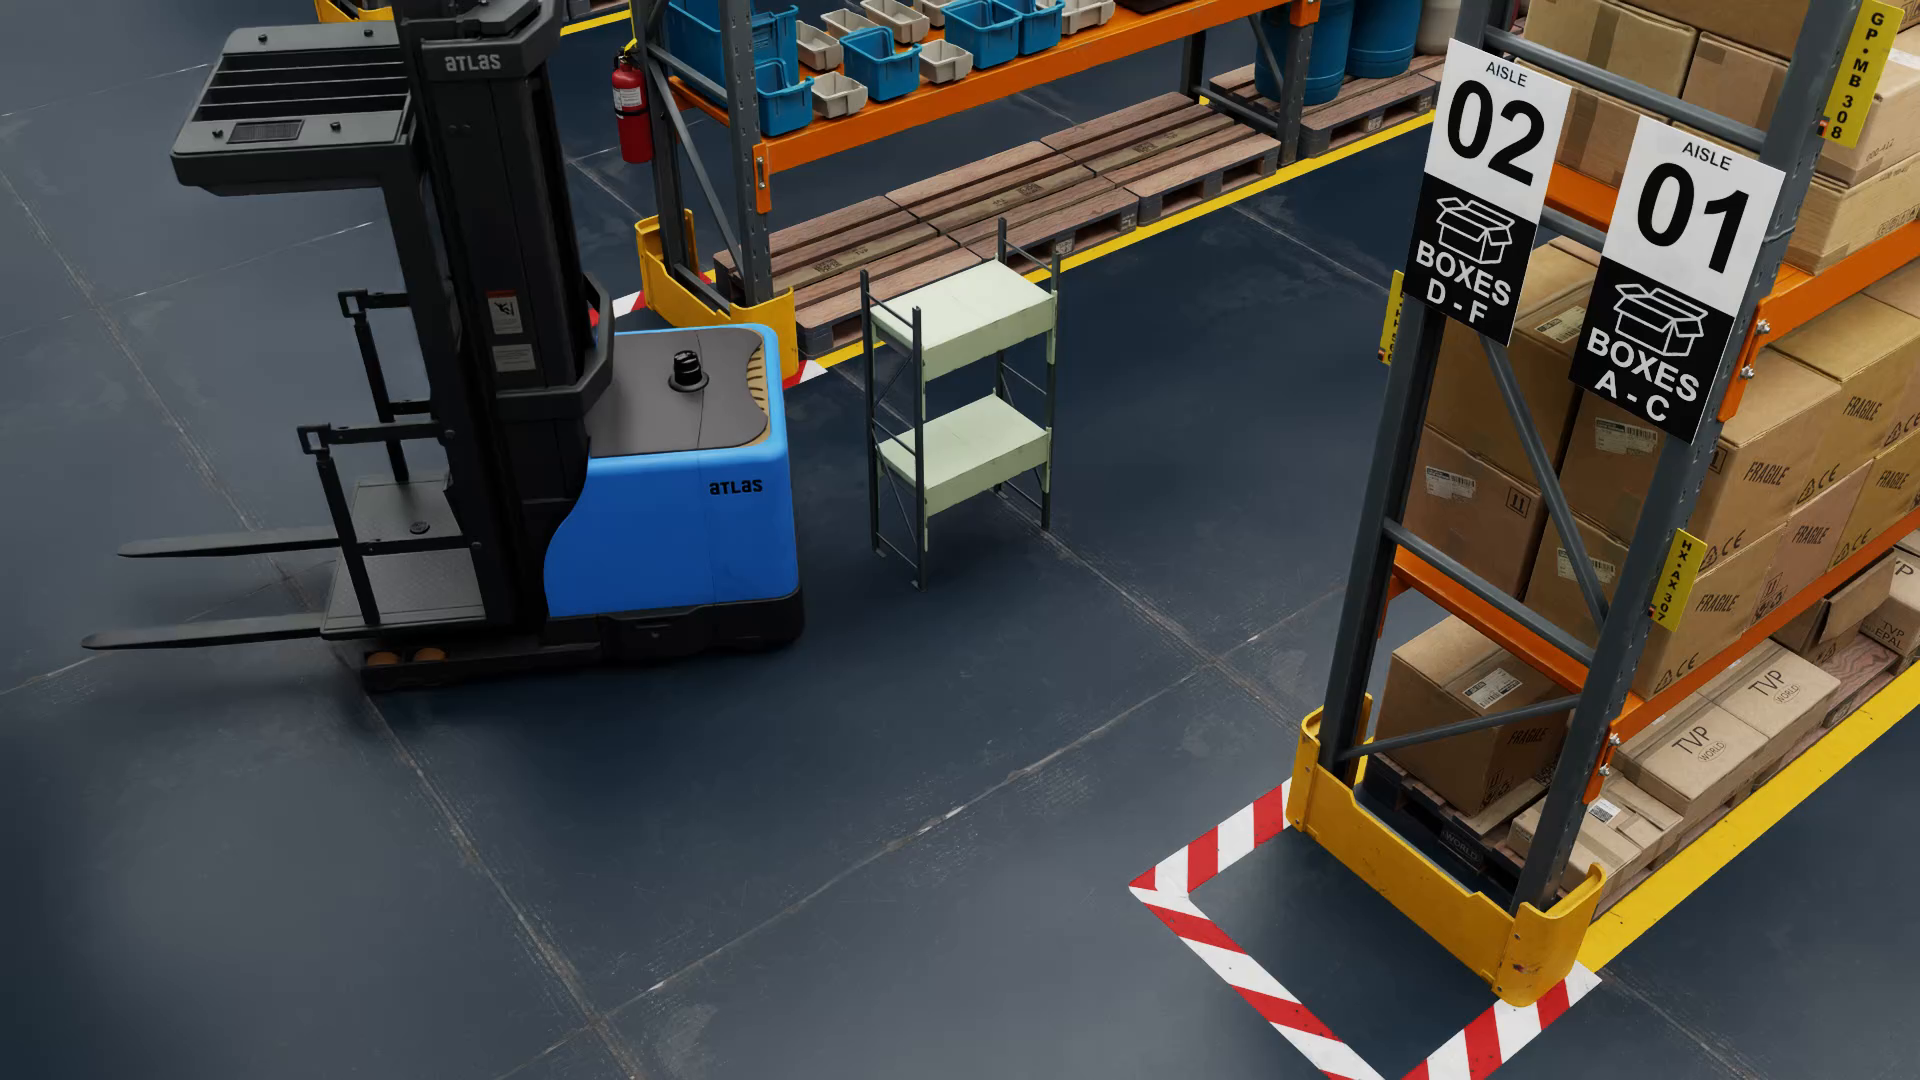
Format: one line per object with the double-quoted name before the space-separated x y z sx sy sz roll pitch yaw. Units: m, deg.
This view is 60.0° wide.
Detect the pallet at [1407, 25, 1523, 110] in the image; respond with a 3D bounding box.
"pallet" 3.451 -3.535 12.026 1.213 0.211 1.003 -26 46 -28

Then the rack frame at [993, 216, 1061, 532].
"rack frame" 0.295 -0.724 7.583 0.023 1.500 0.400 -26 46 -28

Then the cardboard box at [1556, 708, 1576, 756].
"cardboard box" 2.346 0.657 6.605 0.250 0.166 0.380 -26 46 -28

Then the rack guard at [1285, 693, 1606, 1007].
"rack guard" 1.750 1.114 6.132 0.348 0.500 1.175 -26 46 -28

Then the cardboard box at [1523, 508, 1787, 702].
"cardboard box" 2.202 0.099 5.319 0.500 0.500 0.500 -25 46 -27

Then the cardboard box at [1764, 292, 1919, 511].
"cardboard box" 2.612 -0.493 5.252 0.500 0.500 0.500 -25 46 -28

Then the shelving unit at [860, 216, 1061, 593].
"shelving unit" 0.005 -0.582 7.411 0.755 1.500 0.431 -26 46 -28

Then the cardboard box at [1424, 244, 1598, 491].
"cardboard box" 1.875 -0.559 5.332 0.500 0.500 0.500 -26 46 -28

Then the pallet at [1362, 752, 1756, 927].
"pallet" 2.381 0.917 6.599 1.213 0.211 1.003 -26 46 -28

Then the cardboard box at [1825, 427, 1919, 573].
"cardboard box" 3.007 -0.295 5.800 0.500 0.500 0.500 -26 46 -28

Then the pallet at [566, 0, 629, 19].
"pallet" -2.791 -4.546 13.258 1.213 0.211 1.003 -26 46 -28

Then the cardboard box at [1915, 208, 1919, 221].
"cardboard box" 2.656 -1.182 4.713 0.500 0.250 0.500 -26 46 -28

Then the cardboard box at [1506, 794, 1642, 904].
"cardboard box" 2.231 1.120 6.054 0.250 0.149 0.380 -26 46 -28

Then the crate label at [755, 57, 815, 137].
"crate label" -0.930 -2.204 8.290 0.303 0.233 0.416 -26 46 -28

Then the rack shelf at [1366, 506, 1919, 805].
"rack shelf" 3.275 -0.318 6.473 4.000 0.370 1.077 -26 46 -28

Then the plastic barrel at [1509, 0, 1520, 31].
"plastic barrel" 3.744 -4.003 11.969 0.708 0.588 0.600 -26 46 -28

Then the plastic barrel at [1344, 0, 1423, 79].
"plastic barrel" 2.849 -3.688 11.337 0.708 0.901 0.600 -26 46 -28

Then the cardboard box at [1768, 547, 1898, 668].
"cardboard box" 3.374 0.155 6.951 0.637 0.503 0.797 -26 46 -28

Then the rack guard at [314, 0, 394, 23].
"rack guard" -4.363 -3.831 12.159 0.348 0.500 1.175 -26 46 -28

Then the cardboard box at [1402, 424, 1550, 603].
"cardboard box" 1.879 -0.172 5.649 0.500 0.500 0.500 -25 45 -27

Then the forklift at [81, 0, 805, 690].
"forklift" -2.240 -0.850 6.609 3.031 2.935 1.130 -5 40 -6

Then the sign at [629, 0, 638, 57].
"sign" -1.674 -2.649 8.619 0.005 0.325 0.100 -26 46 -28

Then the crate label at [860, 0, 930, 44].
"crate label" -0.345 -2.868 9.175 0.243 0.136 0.396 -26 46 -28

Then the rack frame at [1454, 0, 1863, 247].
"rack frame" 1.689 -2.143 3.400 0.127 3.000 1.000 -26 46 -28

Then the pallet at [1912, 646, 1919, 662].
"pallet" 4.316 -0.026 7.749 1.213 0.211 1.003 -26 46 -28

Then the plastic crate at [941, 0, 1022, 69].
"plastic crate" 0.114 -2.713 8.910 0.300 0.233 0.416 -26 46 -28

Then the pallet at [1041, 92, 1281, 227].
"pallet" 1.286 -2.480 10.740 1.213 0.211 1.003 -26 46 -28

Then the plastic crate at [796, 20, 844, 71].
"plastic crate" -0.790 -2.643 8.901 0.243 0.136 0.396 -26 46 -28

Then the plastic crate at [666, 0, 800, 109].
"plastic crate" -1.174 -2.576 8.583 0.499 0.435 0.616 -26 46 -28

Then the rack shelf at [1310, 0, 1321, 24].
"rack shelf" 3.431 -4.356 11.396 4.000 0.370 1.077 -26 46 -28

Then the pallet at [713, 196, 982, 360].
"pallet" -0.649 -1.537 9.590 1.213 0.211 1.003 -26 46 -28

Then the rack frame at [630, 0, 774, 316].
"rack frame" -1.326 -2.316 8.341 0.127 3.000 1.000 -26 46 -28

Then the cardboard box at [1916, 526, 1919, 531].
"cardboard box" 4.321 0.101 7.296 0.250 0.149 0.380 -26 46 -28

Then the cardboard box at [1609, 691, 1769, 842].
"cardboard box" 2.690 0.809 6.353 0.500 0.250 0.500 -26 46 -28

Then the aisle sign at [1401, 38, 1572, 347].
"aisle sign" 1.448 -0.956 4.634 0.004 0.787 0.394 -26 46 -28

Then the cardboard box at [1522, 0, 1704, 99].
"cardboard box" 1.941 -1.445 4.639 0.500 0.250 0.500 -26 46 -28

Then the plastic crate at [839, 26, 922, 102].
"plastic crate" -0.408 -2.458 8.600 0.300 0.233 0.416 -26 46 -28

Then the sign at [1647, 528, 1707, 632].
"sign" 2.020 0.115 4.696 0.005 0.325 0.100 -26 46 -28

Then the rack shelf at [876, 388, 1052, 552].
"rack shelf" 0.005 -0.330 7.618 0.720 0.370 0.431 -26 46 -28

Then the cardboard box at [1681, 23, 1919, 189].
"cardboard box" 2.255 -1.186 4.323 0.500 0.250 0.500 -26 46 -28

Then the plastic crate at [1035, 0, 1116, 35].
"plastic crate" 0.648 -2.959 9.286 0.466 0.136 0.293 -26 46 -28
